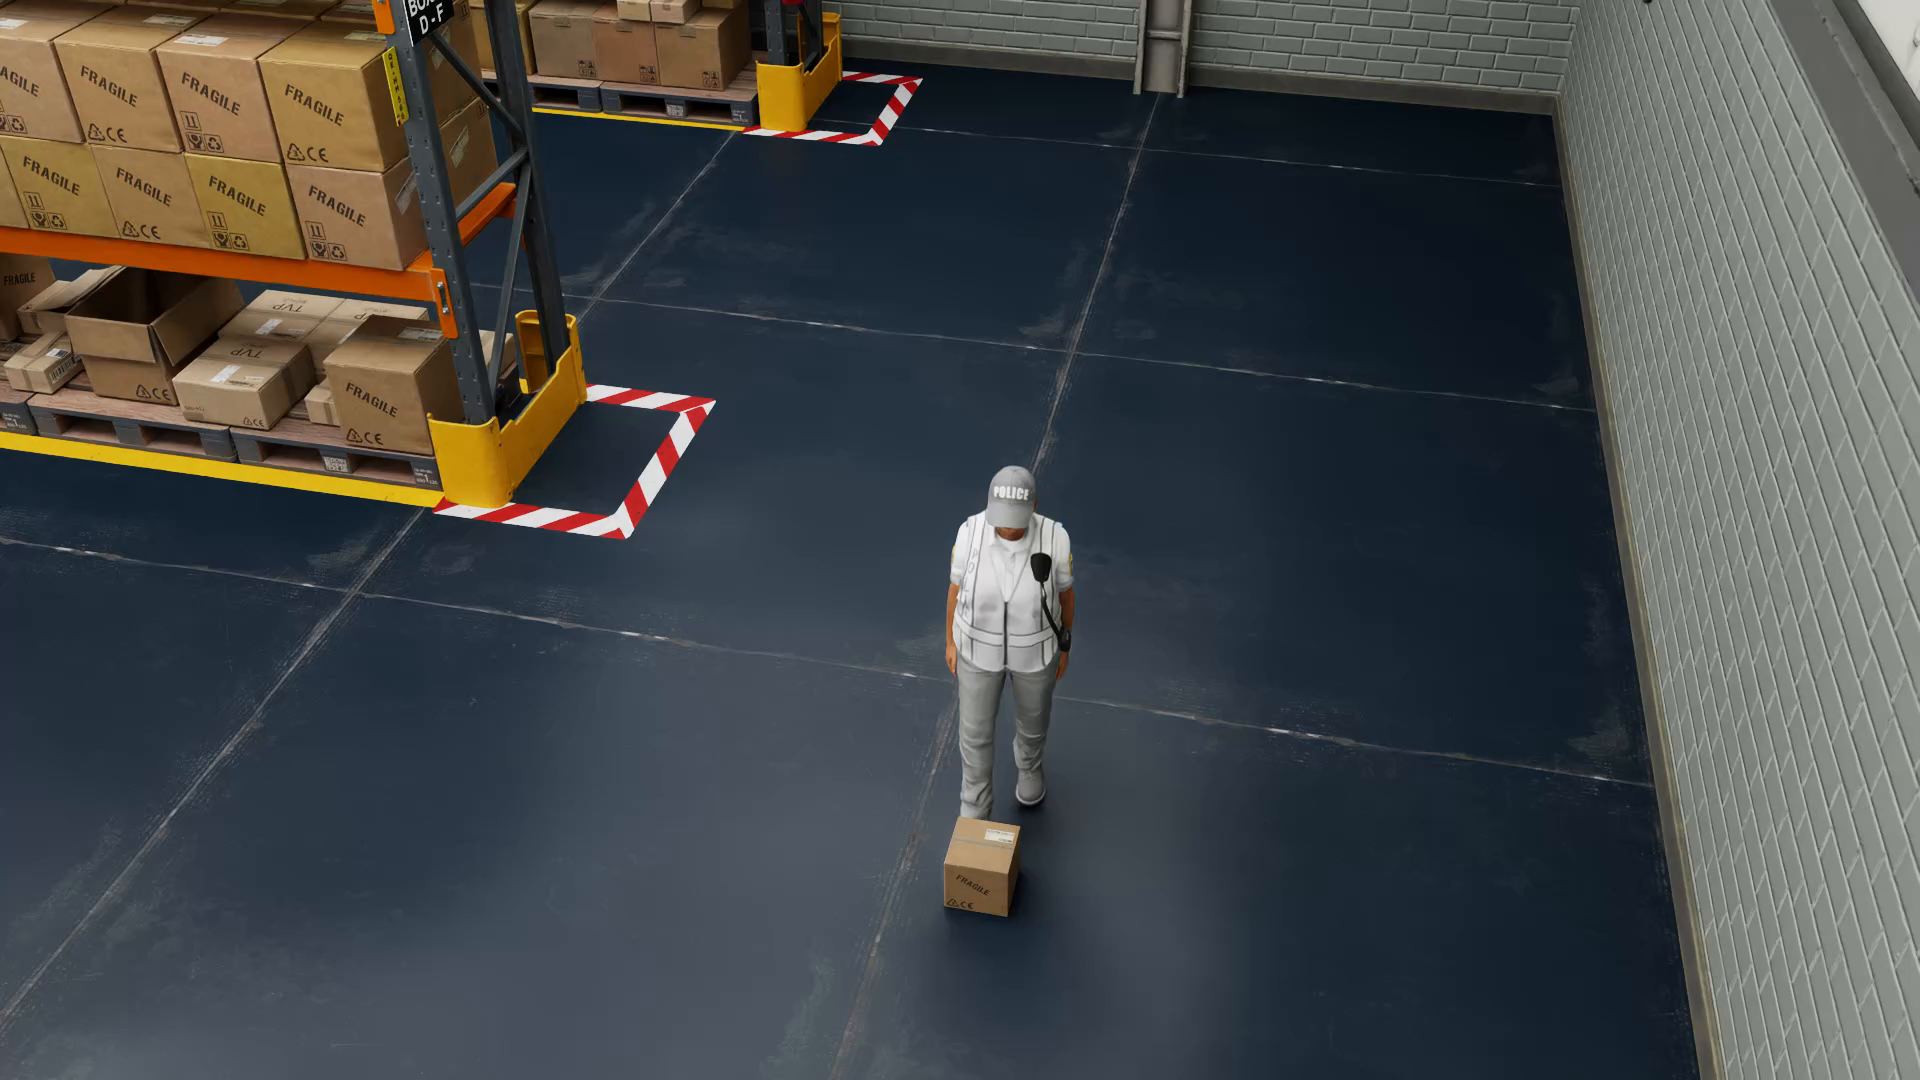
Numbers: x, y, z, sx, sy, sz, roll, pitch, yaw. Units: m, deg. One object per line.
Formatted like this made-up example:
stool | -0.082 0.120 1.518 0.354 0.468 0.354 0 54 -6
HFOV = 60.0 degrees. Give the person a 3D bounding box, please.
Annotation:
person | 0.179 0.459 6.342 0.487 1.661 0.654 4 37 5
